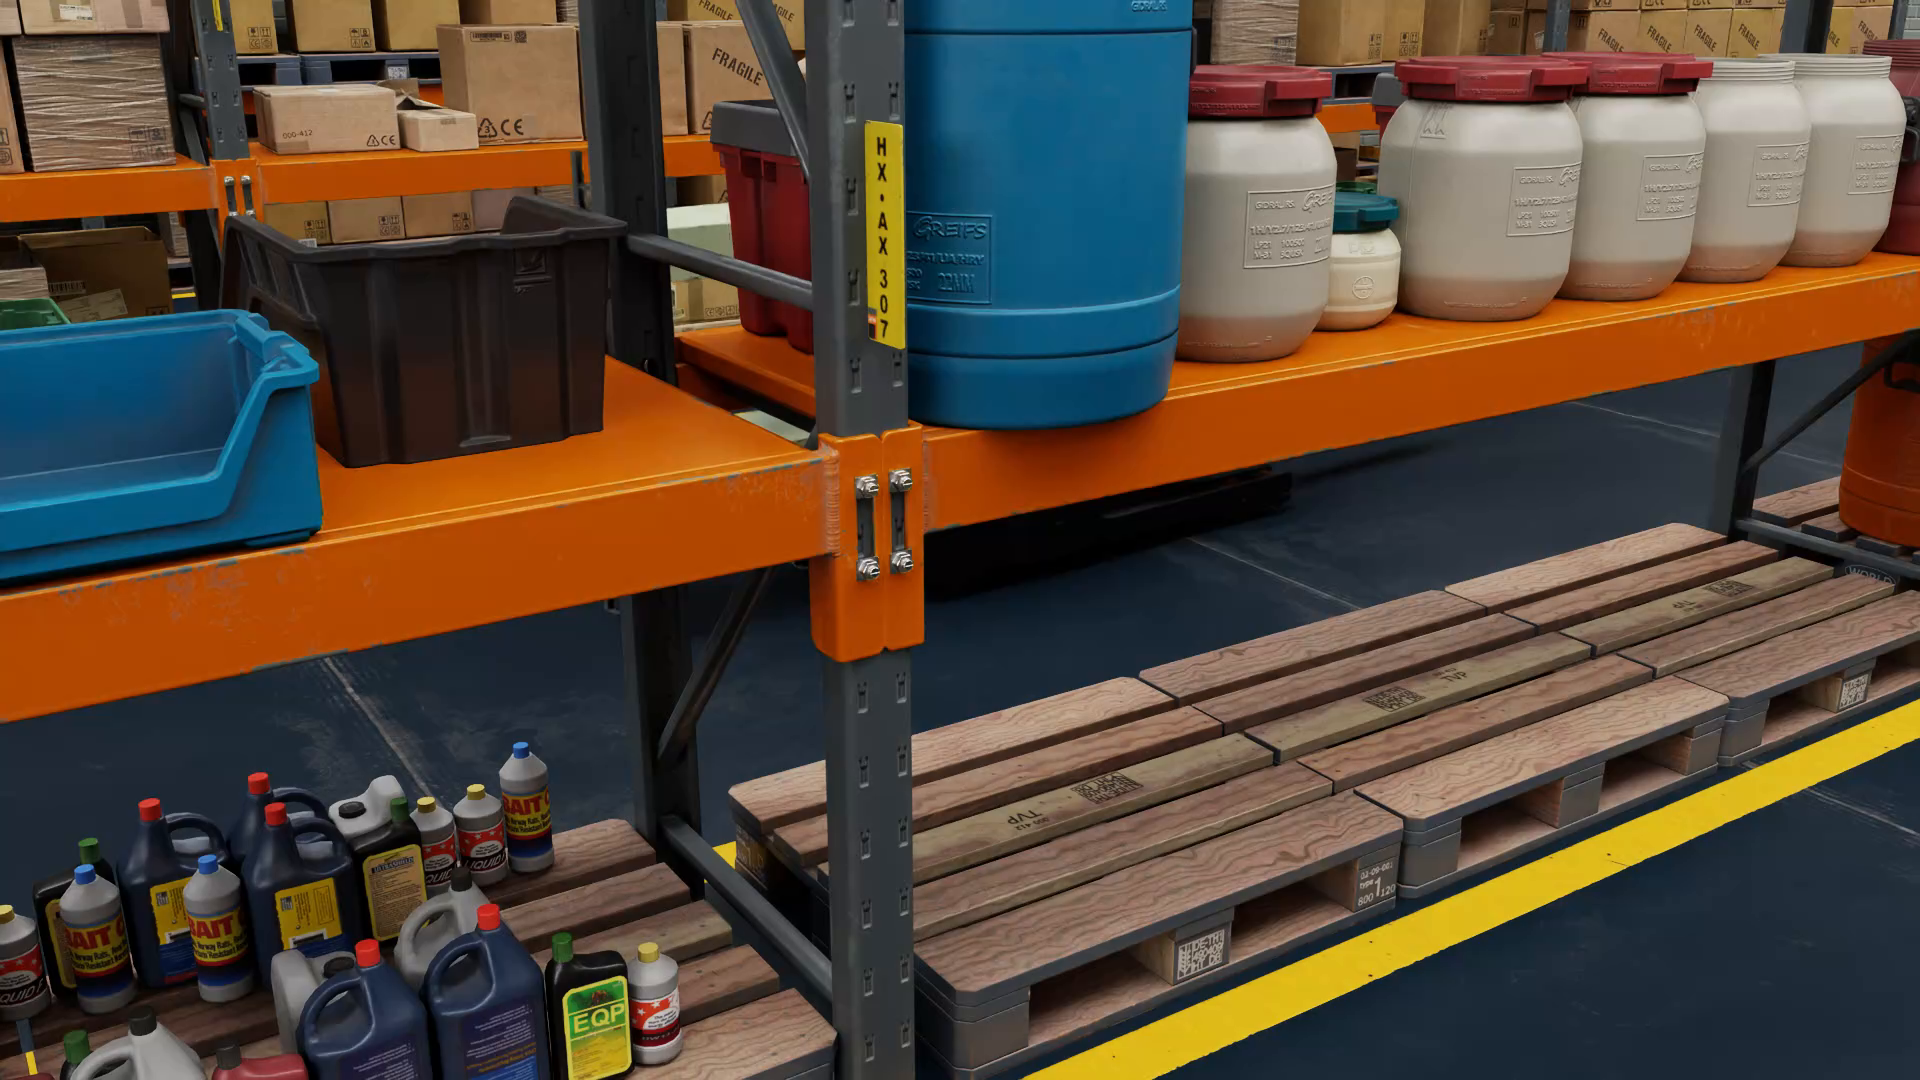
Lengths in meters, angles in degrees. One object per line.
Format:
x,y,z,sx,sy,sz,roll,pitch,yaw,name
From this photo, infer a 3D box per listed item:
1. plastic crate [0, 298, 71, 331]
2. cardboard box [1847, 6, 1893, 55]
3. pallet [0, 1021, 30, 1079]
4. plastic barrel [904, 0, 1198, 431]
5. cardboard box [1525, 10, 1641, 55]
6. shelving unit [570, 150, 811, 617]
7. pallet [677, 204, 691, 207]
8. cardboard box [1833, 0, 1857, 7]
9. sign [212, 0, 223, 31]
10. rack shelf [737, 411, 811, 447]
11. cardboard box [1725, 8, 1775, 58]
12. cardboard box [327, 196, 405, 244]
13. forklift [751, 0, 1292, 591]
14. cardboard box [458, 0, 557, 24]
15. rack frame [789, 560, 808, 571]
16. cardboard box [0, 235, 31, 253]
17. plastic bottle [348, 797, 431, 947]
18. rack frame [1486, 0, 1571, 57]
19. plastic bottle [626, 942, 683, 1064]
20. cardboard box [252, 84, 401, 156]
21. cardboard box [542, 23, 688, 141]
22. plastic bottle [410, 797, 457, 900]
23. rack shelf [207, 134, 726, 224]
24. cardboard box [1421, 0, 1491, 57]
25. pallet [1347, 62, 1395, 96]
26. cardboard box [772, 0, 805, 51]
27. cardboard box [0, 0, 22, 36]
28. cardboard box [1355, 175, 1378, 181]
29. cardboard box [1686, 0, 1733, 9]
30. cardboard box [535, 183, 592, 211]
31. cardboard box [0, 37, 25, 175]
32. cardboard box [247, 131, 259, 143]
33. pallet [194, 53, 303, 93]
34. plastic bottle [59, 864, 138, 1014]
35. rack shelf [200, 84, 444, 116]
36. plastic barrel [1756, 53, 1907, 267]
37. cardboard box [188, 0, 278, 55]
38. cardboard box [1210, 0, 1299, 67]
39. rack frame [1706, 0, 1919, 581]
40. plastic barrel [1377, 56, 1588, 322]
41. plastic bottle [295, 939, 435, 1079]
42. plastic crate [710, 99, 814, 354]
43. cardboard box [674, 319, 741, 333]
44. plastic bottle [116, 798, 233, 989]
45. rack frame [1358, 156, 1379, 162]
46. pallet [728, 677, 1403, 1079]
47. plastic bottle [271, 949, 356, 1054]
-1.693,-0.205,2.497,0.662,0.188,0.450,-12,22,-31,plastic crate
6.672,-3.803,12.655,0.500,0.500,0.500,-11,22,-30,cardboard box
-2.008,1.176,2.437,1.213,0.211,1.003,-12,22,-31,pallet
0.085,-0.693,2.828,0.708,0.901,0.600,-12,22,-31,plastic barrel
4.131,-3.267,11.070,0.500,0.500,0.500,-11,22,-30,cardboard box
-0.771,-0.503,5.391,0.755,1.500,0.431,-14,23,-36,shelving unit
-1.812,-2.621,13.667,1.213,0.211,1.003,-12,22,-31,pallet
6.255,-4.188,12.231,0.500,0.500,0.500,-11,22,-30,cardboard box
-2.819,-2.094,6.278,0.005,0.325,0.100,-12,22,-31,sign
-0.771,-0.194,5.495,0.720,0.370,0.431,-14,23,-36,rack shelf
5.400,-3.536,11.864,0.500,0.500,0.500,-12,22,-32,cardboard box
-4.395,-2.460,12.055,0.500,0.500,0.700,-12,22,-31,cardboard box
0.687,-1.578,6.335,3.031,2.935,1.130,-14,23,-36,forklift
-3.351,-3.888,12.217,0.500,0.500,0.700,-14,23,-36,cardboard box
-0.484,-0.576,5.606,0.023,1.500,0.400,-14,23,-36,rack frame
-4.098,-0.958,6.860,0.500,0.500,0.500,-12,22,-31,cardboard box
-1.107,0.641,3.218,0.133,0.283,0.061,-12,22,-31,plastic bottle
3.556,-3.203,11.036,0.127,3.000,1.000,-12,22,-31,rack frame
-0.536,0.796,2.889,0.097,0.201,0.097,0,19,0,plastic bottle
-2.738,-1.821,7.183,0.500,0.250,0.500,-10,21,-28,cardboard box
-1.617,-2.153,7.775,0.500,0.500,0.500,-12,22,-31,cardboard box
-1.081,0.623,3.400,0.097,0.201,0.097,0,19,0,plastic bottle
-1.455,-1.806,8.025,4.000,0.370,1.077,-12,22,-31,rack shelf
3.037,-3.426,10.883,0.700,0.500,0.500,14,23,35,cardboard box
2.829,-3.001,10.737,1.213,0.211,1.003,-12,22,-31,pallet
-1.523,-4.128,13.119,0.500,0.500,0.500,-11,22,-30,cardboard box
-3.660,-1.954,6.171,0.250,0.149,0.380,-13,22,-33,cardboard box
3.018,-2.207,11.307,0.500,0.500,0.500,-13,23,-34,cardboard box
4.964,-3.913,11.419,0.500,0.500,0.500,-13,22,-33,cardboard box
-3.085,-2.706,12.783,0.500,0.500,0.700,-12,22,-31,cardboard box
-3.930,-1.667,6.336,0.500,0.500,0.700,-12,22,-32,cardboard box
-4.882,-2.711,11.624,0.500,0.250,0.500,-12,22,-33,cardboard box
-5.135,-3.123,11.099,1.213,0.211,1.003,-12,22,-31,pallet
-1.567,0.716,3.017,0.097,0.271,0.097,0,19,0,plastic bottle
-4.183,-3.130,11.943,4.000,0.370,1.077,-12,22,-31,rack shelf
2.195,-0.988,4.308,0.421,0.512,0.421,0,19,0,plastic barrel
-4.938,-3.551,11.223,0.500,0.500,0.700,-9,21,-26,cardboard box
1.548,-2.996,9.611,0.500,0.500,0.700,-8,20,-21,cardboard box
2.936,-1.173,5.031,0.127,3.000,1.000,-12,22,-31,rack frame
1.128,-0.772,3.632,0.433,0.535,0.433,0,19,0,plastic barrel
-0.944,0.802,2.637,0.185,0.351,0.144,-13,23,-34,plastic bottle
-0.168,-0.666,3.431,0.583,0.464,0.402,-12,22,-31,plastic crate
-1.368,-0.966,8.057,0.500,0.250,0.500,-11,22,-30,cardboard box
-1.464,0.642,3.110,0.185,0.351,0.144,-13,23,-34,plastic bottle
4.169,-5.232,17.037,0.127,3.000,1.000,-12,22,-31,rack frame
0.230,0.704,3.833,1.213,0.211,1.003,-12,22,-31,pallet
-1.046,0.803,2.753,0.135,0.276,0.152,-12,22,-31,plastic bottle
